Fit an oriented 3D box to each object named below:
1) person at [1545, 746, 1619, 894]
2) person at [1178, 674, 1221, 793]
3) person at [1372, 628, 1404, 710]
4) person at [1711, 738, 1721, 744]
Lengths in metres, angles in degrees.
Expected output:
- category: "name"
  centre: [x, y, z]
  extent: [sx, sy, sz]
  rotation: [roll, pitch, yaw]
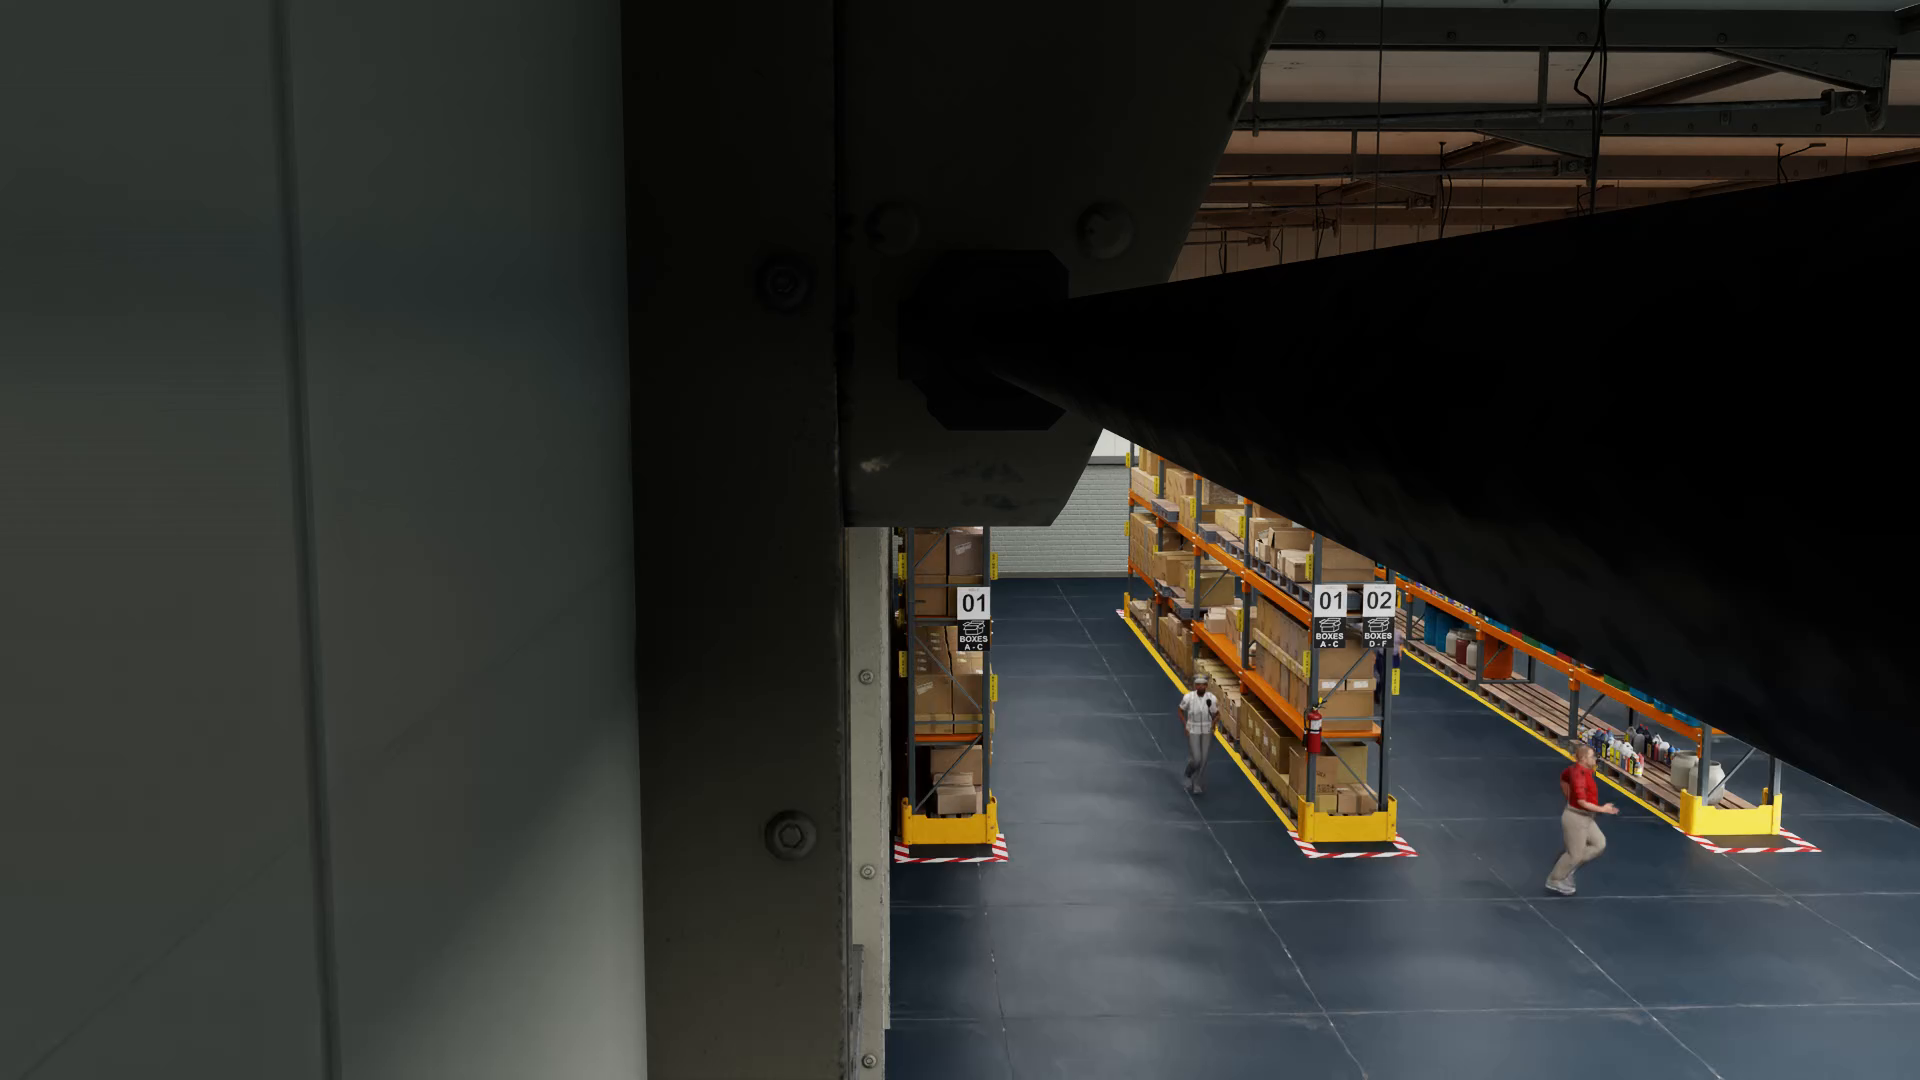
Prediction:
- category: "person"
  centre: [6.950, 3.120, 18.548]
  extent: [0.729, 1.681, 0.642]
  rotation: [3, 8, 22]
- category: "person"
  centre: [3.266, 2.626, 22.539]
  extent: [0.560, 1.663, 0.574]
  rotation: [0, 7, -3]
- category: "person"
  centre: [7.085, 2.025, 27.494]
  extent: [0.600, 1.608, 0.539]
  rotation: [-2, 8, -13]
- category: "person"
  centre: [11.422, 2.244, 25.732]
  extent: [0.703, 1.714, 1.025]
  rotation: [-4, 8, -26]
